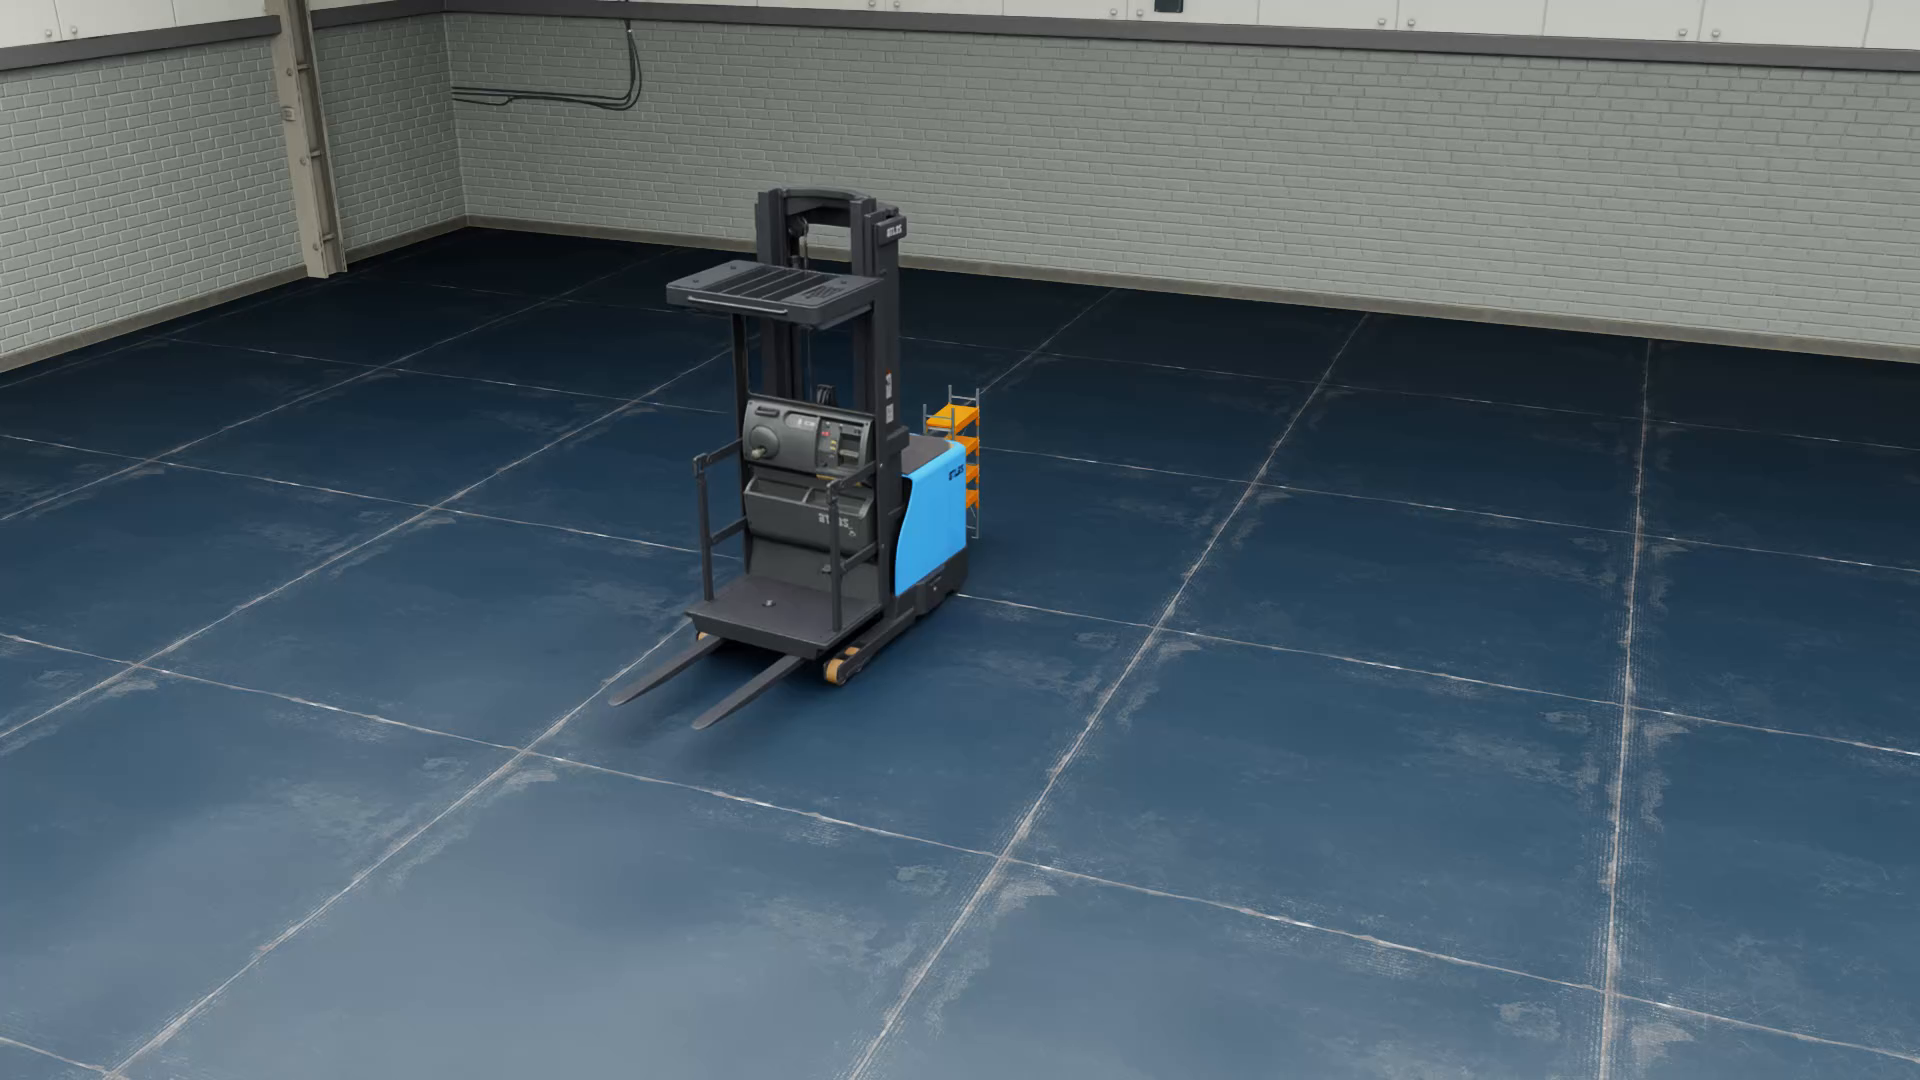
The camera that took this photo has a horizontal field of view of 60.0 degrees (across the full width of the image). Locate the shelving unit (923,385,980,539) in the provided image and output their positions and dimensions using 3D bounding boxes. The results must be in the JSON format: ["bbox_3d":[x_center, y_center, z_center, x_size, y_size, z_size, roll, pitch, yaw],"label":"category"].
[{"bbox_3d":[-0.061,-0.494,12.377,0.258,1.200,0.503,9,24,20],"label":"shelving unit"}]

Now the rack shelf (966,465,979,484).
[{"bbox_3d":[-0.061,-0.432,12.403,0.258,0.148,0.480,9,24,20],"label":"rack shelf"}]

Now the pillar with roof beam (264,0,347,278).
[{"bbox_3d":[-3.876,-6.849,17.471,9.100,9.000,0.400,9,24,20],"label":"pillar with roof beam"}]

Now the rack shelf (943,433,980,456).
[{"bbox_3d":[-0.061,-0.639,12.317,0.258,0.148,0.480,9,24,20],"label":"rack shelf"}]

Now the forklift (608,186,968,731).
[{"bbox_3d":[-1.082,-0.630,10.455,1.130,2.935,3.031,12,25,26],"label":"forklift"}]

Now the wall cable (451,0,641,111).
[{"bbox_3d":[-5.551,-6.897,21.616,3.097,2.526,0.112,9,24,20],"label":"wall cable"}]

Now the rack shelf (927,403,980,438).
[{"bbox_3d":[-0.061,-0.857,12.225,0.258,0.148,0.480,9,24,20],"label":"rack shelf"}]

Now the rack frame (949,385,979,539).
[{"bbox_3d":[0.029,-0.582,12.586,0.240,1.200,0.015,9,24,20],"label":"rack frame"}]

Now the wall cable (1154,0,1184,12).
[{"bbox_3d":[3.257,-8.534,17.094,2.305,6.003,0.169,9,24,20],"label":"wall cable"}]

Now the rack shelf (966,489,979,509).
[{"bbox_3d":[-0.061,-0.249,12.479,0.258,0.148,0.480,9,24,20],"label":"rack shelf"}]

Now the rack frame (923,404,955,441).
[{"bbox_3d":[-0.152,-0.407,12.168,0.240,1.200,0.015,9,24,20],"label":"rack frame"}]
